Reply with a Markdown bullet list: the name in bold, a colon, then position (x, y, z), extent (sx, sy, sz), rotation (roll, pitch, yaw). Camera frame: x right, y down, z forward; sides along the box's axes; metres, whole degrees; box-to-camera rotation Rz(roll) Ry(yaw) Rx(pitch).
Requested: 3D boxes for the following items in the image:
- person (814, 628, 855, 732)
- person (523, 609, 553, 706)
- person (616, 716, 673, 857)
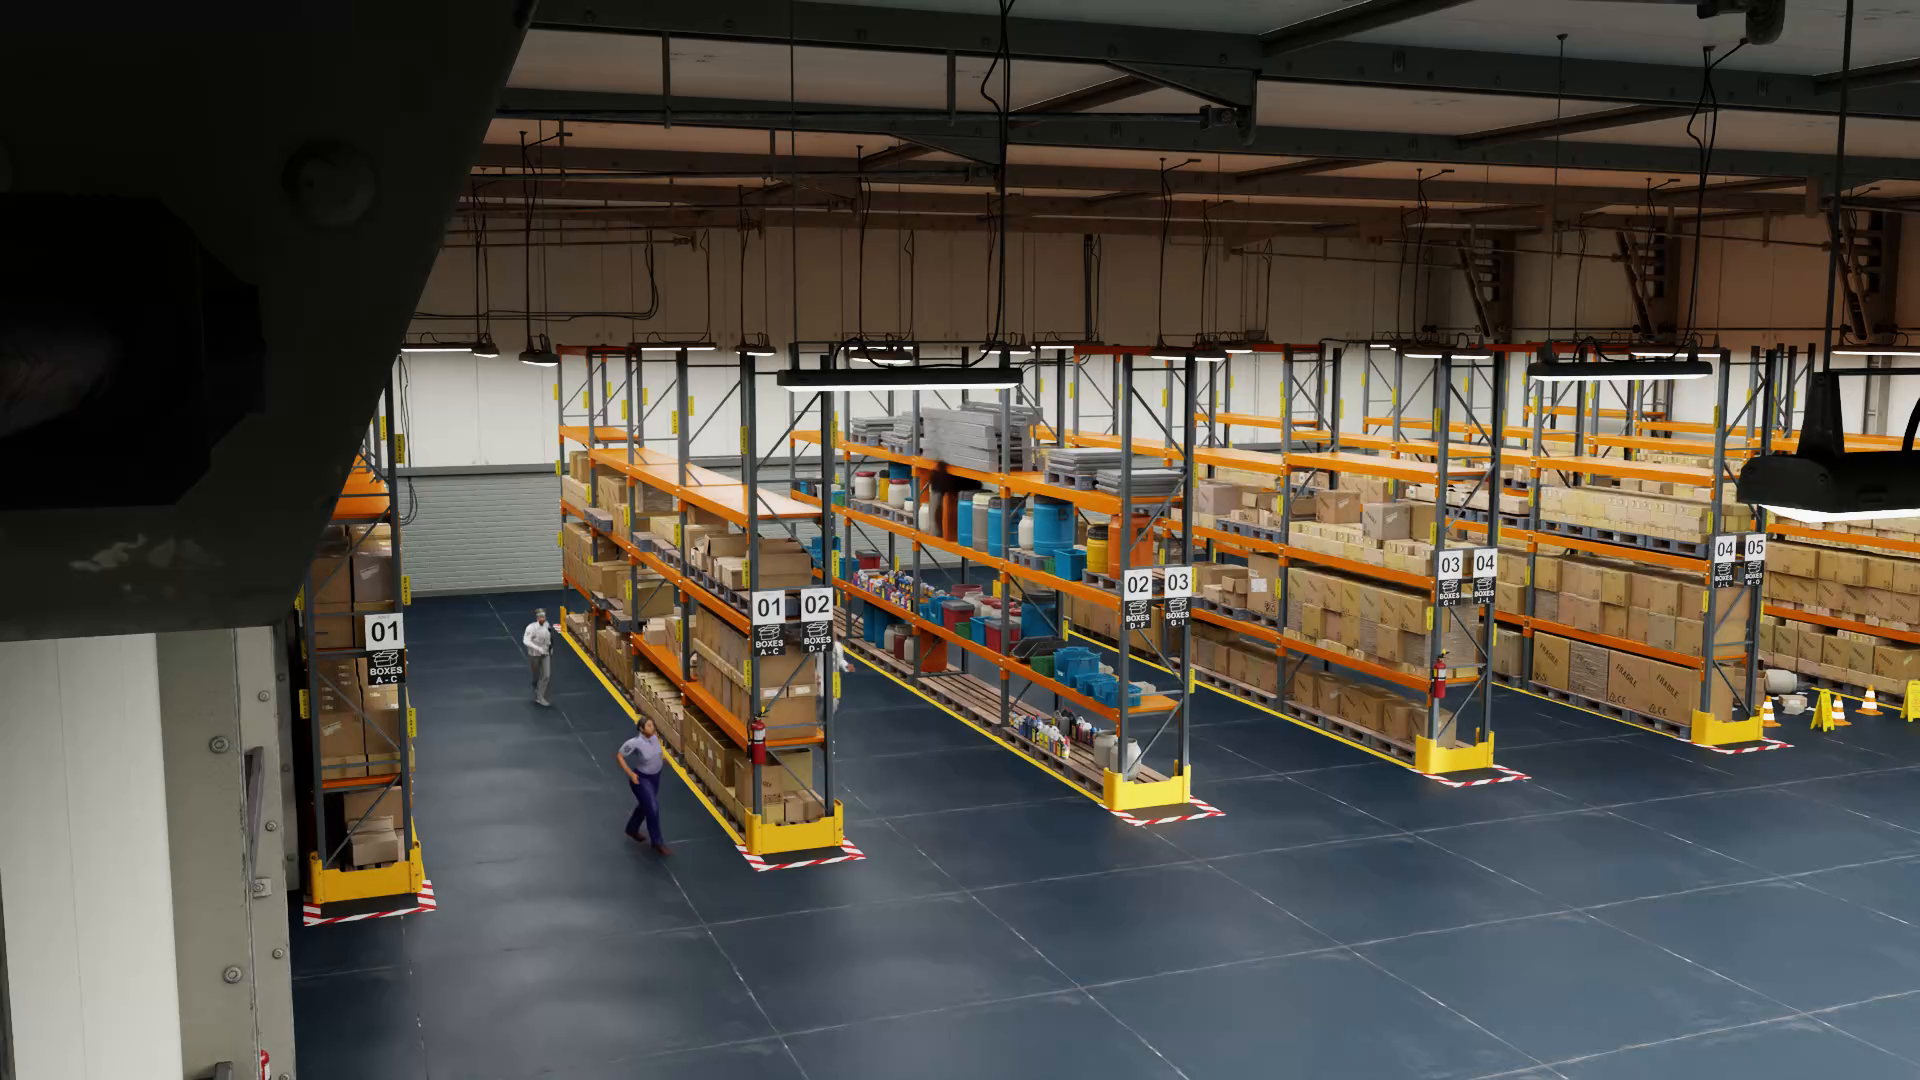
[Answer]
- **person**: position (-2.023, 2.199, 25.801), extent (0.717, 1.722, 0.710), rotation (-7, 10, -44)
- **person**: position (-7.159, 1.943, 28.144), extent (0.592, 1.647, 0.803), rotation (-6, 9, -37)
- **person**: position (-3.822, 2.958, 20.152), extent (0.791, 1.692, 0.635), rotation (4, 8, 26)
